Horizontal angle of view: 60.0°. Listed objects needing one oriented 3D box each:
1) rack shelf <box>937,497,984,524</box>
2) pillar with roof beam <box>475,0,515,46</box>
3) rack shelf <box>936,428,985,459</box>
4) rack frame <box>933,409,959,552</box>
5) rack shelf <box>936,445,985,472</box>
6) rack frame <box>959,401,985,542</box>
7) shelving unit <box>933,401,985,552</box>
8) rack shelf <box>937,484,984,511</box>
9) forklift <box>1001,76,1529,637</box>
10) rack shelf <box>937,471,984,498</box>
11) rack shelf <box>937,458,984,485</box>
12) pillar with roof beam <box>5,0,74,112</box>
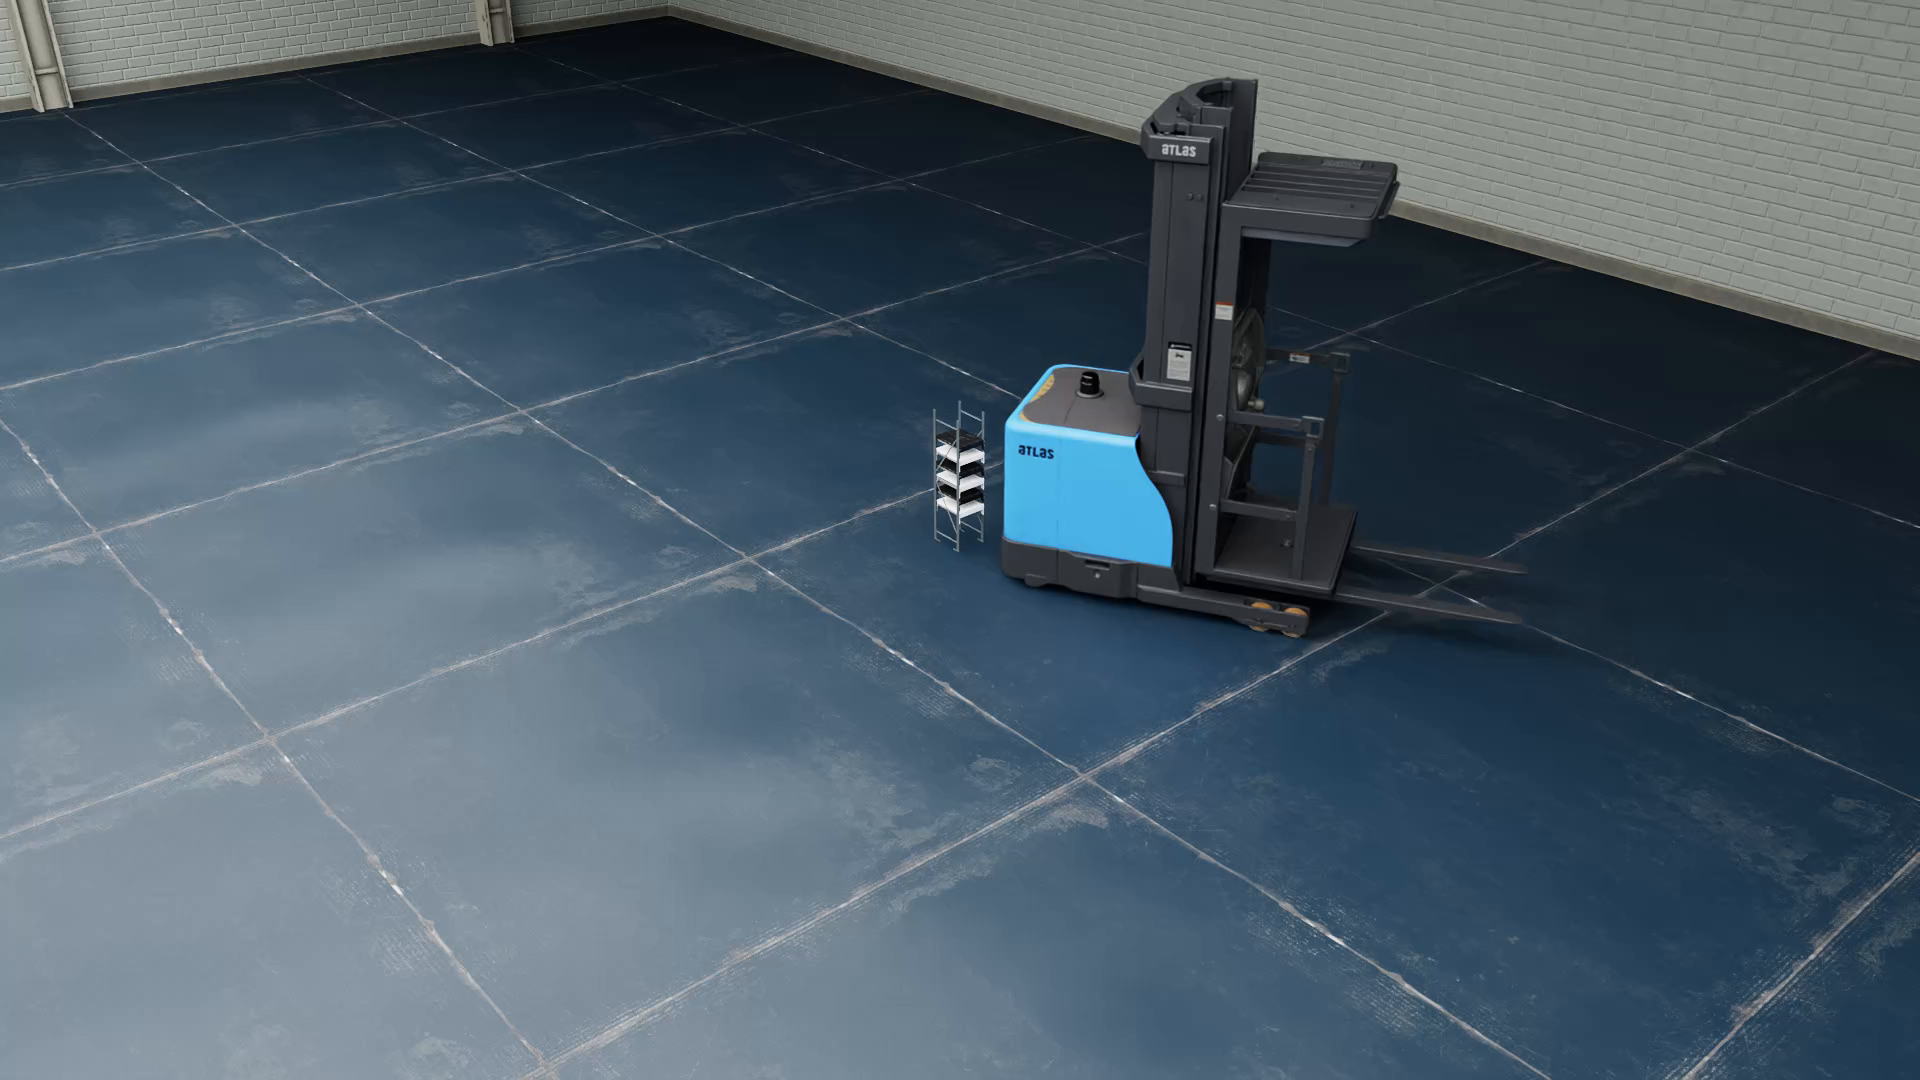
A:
[{"bbox_3d":[-0.006,-0.206,10.492,0.200,0.077,0.258,-22,35,-35],"label":"rack shelf"},{"bbox_3d":[-3.909,-9.638,19.096,0.400,9.000,9.100,-22,35,-35],"label":"pillar with roof beam"},{"bbox_3d":[-0.006,-0.603,10.280,0.200,0.077,0.258,-22,35,-35],"label":"rack shelf"},{"bbox_3d":[-0.084,-0.363,10.333,0.006,0.900,0.240,-22,35,-35],"label":"rack frame"},{"bbox_3d":[-0.006,-0.524,10.322,0.200,0.077,0.258,-22,35,-35],"label":"rack shelf"},{"bbox_3d":[0.071,-0.426,10.450,0.006,0.900,0.240,-22,35,-35],"label":"rack frame"},{"bbox_3d":[-0.006,-0.394,10.392,0.210,0.900,0.258,-22,35,-35],"label":"shelving unit"},{"bbox_3d":[-0.006,-0.286,10.450,0.200,0.077,0.258,-22,35,-35],"label":"rack shelf"},{"bbox_3d":[1.822,-1.017,9.401,3.031,2.935,1.130,9,30,17],"label":"forklift"},{"bbox_3d":[-0.006,-0.365,10.407,0.200,0.077,0.258,-22,35,-35],"label":"rack shelf"},{"bbox_3d":[-0.006,-0.444,10.365,0.200,0.077,0.258,-22,35,-35],"label":"rack shelf"},{"bbox_3d":[-8.473,-7.803,15.661,0.400,9.000,9.100,-22,35,-35],"label":"pillar with roof beam"}]
